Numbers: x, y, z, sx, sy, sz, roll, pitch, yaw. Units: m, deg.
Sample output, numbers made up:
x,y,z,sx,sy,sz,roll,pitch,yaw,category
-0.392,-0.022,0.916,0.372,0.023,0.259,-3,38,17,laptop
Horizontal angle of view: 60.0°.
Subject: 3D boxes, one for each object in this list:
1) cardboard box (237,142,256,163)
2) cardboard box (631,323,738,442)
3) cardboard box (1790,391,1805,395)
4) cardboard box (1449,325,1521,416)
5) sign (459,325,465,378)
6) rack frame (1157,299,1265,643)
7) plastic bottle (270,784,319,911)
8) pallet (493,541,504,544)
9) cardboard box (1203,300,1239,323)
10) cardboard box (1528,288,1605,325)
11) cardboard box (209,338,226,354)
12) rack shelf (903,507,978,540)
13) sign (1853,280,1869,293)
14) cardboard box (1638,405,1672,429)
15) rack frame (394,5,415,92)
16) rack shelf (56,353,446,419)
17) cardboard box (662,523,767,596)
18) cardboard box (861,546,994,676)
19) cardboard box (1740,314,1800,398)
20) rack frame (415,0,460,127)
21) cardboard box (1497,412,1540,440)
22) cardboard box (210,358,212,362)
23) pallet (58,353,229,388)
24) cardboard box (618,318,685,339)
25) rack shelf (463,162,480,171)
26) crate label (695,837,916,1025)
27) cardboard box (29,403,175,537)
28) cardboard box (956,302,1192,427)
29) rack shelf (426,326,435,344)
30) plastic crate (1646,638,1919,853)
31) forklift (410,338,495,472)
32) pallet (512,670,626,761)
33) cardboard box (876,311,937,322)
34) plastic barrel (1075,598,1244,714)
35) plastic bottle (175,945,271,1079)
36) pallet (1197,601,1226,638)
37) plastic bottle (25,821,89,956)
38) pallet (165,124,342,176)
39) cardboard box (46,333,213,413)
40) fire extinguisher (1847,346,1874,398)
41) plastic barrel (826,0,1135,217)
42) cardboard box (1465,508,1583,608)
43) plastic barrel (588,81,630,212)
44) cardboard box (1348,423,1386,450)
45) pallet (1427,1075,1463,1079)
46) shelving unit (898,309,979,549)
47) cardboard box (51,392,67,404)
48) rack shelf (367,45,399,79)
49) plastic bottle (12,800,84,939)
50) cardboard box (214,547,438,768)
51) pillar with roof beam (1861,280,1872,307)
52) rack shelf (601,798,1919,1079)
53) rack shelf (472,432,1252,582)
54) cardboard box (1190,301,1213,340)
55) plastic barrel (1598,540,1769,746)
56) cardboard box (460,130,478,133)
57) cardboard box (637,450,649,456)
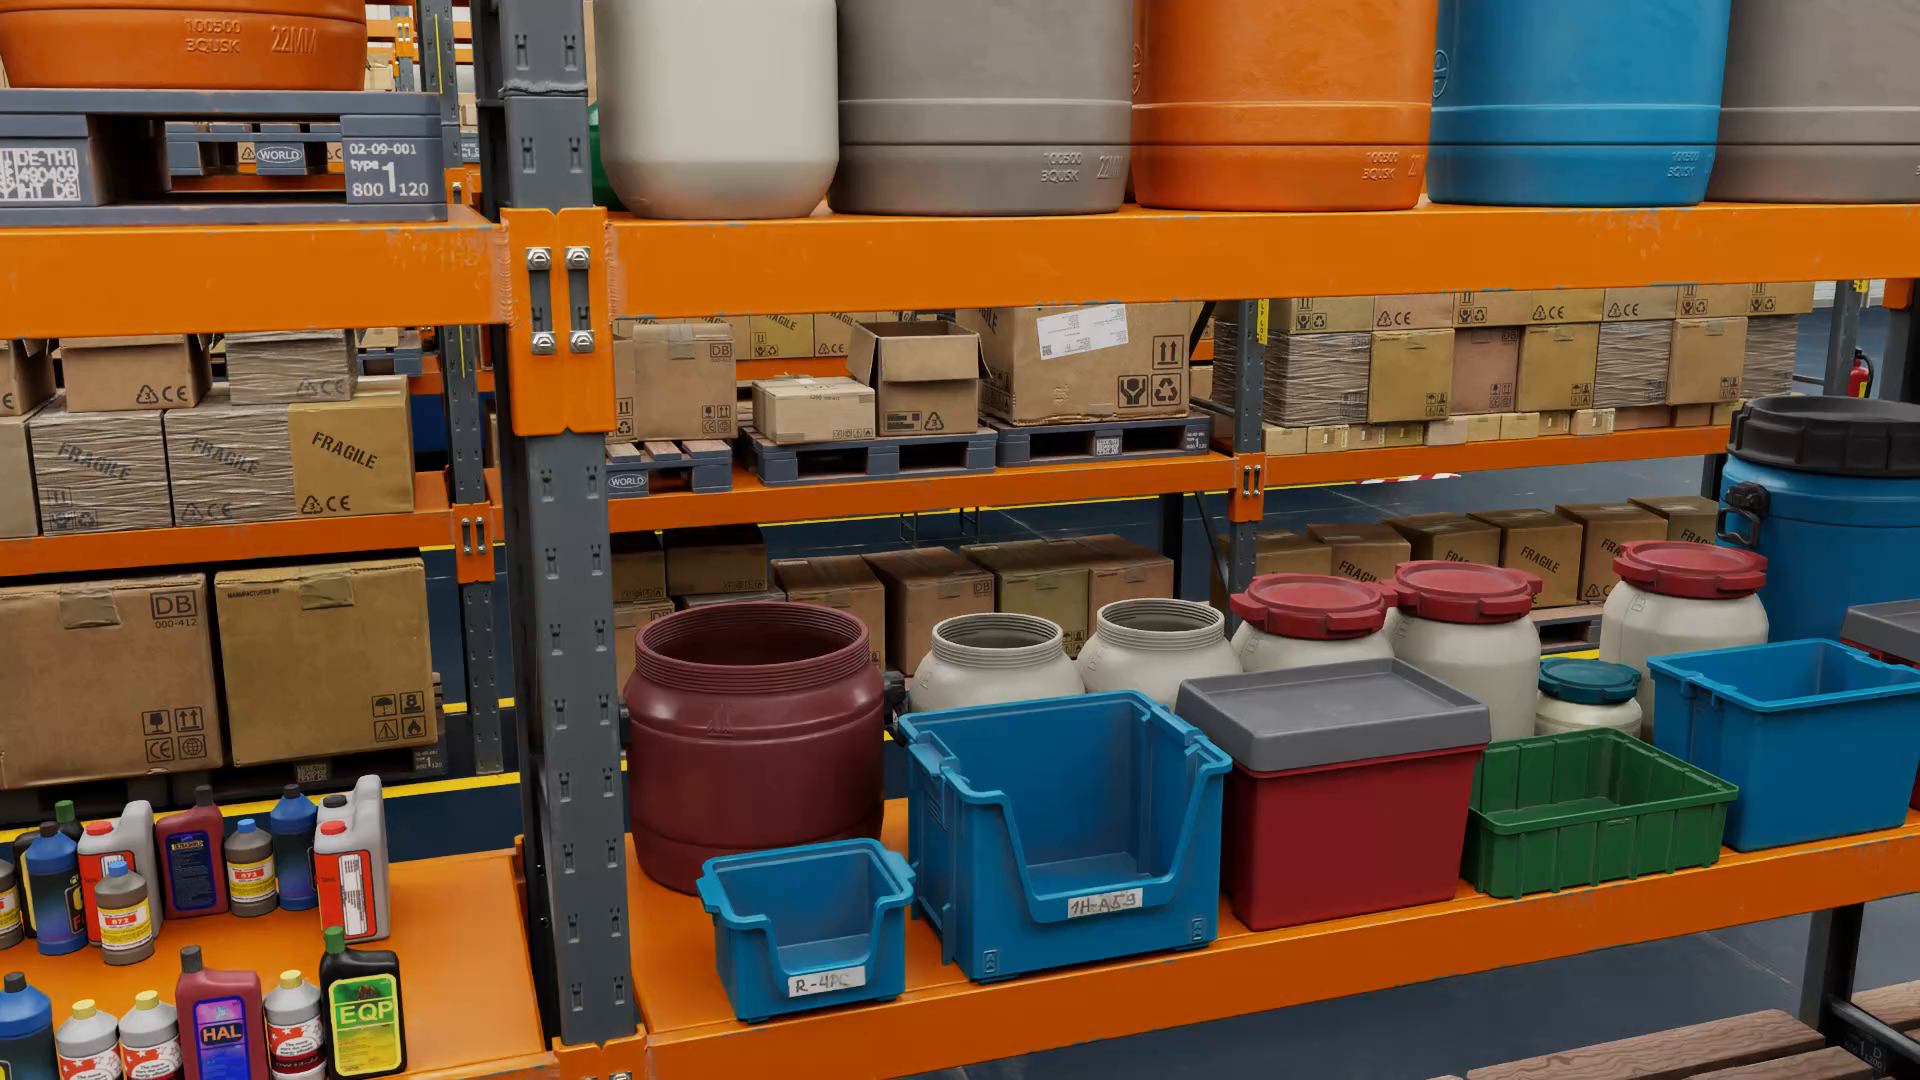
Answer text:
x,y,z,sx,sy,sz,roll,pitch,yaw,category
-4.814,-2.912,11.705,0.500,0.500,0.500,-4,14,-18,cardboard box
-1.402,-0.811,8.447,0.500,0.500,0.700,-2,14,-10,cardboard box
4.980,-0.848,10.270,0.250,0.149,0.380,-4,14,-18,cardboard box
2.766,-1.043,9.686,0.500,0.500,0.875,-4,14,-18,cardboard box
-2.218,-0.888,7.393,0.005,0.325,0.100,-4,14,-18,sign
1.393,-0.742,9.279,0.127,3.000,1.000,-4,14,-18,rack frame
-1.451,0.666,3.639,0.097,0.271,0.097,0,13,0,plastic bottle
-3.113,-0.227,13.140,1.213,0.211,1.003,-4,14,-18,pallet
1.731,-1.515,9.511,0.500,0.500,0.500,-4,14,-18,cardboard box
3.318,-1.512,9.499,0.500,0.500,0.500,-4,14,-18,cardboard box
-5.177,-1.412,11.732,0.250,0.149,0.380,-5,14,-21,cardboard box
-0.157,-0.315,12.514,0.480,0.518,0.431,-4,14,-18,rack shelf
5.342,-1.631,9.832,0.005,0.325,0.100,-4,14,-18,sign
4.030,-0.776,9.966,0.250,0.149,0.380,-4,14,-18,cardboard box
-5.559,-5.539,16.481,0.127,3.000,1.000,-4,14,-18,rack frame
-5.780,-1.044,12.105,4.000,0.370,1.077,-4,14,-18,rack shelf
-1.273,0.093,8.599,0.500,0.250,0.500,-3,14,-12,cardboard box
-0.184,0.373,9.042,0.500,0.500,0.700,-6,15,-23,cardboard box
4.654,-1.196,10.329,0.500,0.500,0.875,-4,14,-18,cardboard box
-2.398,-3.365,7.344,0.127,3.000,1.000,-4,14,-18,rack frame
3.110,-0.683,9.575,0.250,0.149,0.380,-4,14,-18,cardboard box
-7.934,-1.627,16.685,0.875,0.875,0.875,-4,14,-16,cardboard box
-5.748,-1.293,12.013,1.213,0.211,1.003,-4,14,-18,pallet
-2.414,-1.640,12.838,0.500,0.500,0.500,-4,14,-18,cardboard box
-1.989,-2.799,12.999,4.000,0.370,1.077,-4,14,-18,rack shelf
-0.300,0.772,3.275,0.416,0.233,0.303,-4,14,-18,crate label
-3.753,-0.330,7.331,0.500,0.500,0.500,-5,14,-20,cardboard box
0.595,-1.210,9.043,1.000,1.000,1.000,-4,14,-18,cardboard box
-3.663,-2.418,17.879,4.000,0.370,1.077,-4,14,-18,rack shelf
2.026,0.502,4.085,0.575,0.384,0.392,-4,14,-18,plastic crate
-3.742,-2.129,15.258,3.031,2.935,1.130,-6,15,-23,forklift
-1.657,0.853,8.602,1.213,0.211,1.003,-4,14,-18,pallet
-0.503,-1.788,13.464,0.500,0.500,0.500,-5,14,-18,cardboard box
0.487,0.432,4.105,0.421,0.512,0.421,0,13,0,plastic barrel
-1.285,0.837,2.894,0.133,0.283,0.061,-4,14,-18,plastic bottle
2.018,0.558,9.843,1.213,0.211,1.003,-4,14,-18,pallet
-1.870,0.713,3.439,0.097,0.271,0.097,0,13,0,plastic bottle
-2.992,-1.755,7.464,1.003,0.211,1.213,-4,14,-15,pallet
-3.715,-0.885,7.499,0.637,0.503,0.797,-4,14,-17,cardboard box
5.439,-0.907,10.140,0.183,0.674,0.296,-4,14,-18,fire extinguisher
0.029,-1.076,3.120,0.600,0.901,0.600,0,13,0,plastic barrel
3.432,0.111,10.189,0.500,0.500,0.500,-3,14,-13,cardboard box
-0.601,-0.773,3.266,0.294,0.245,0.294,0,13,0,plastic barrel
2.162,-0.610,9.266,0.250,0.149,0.380,-4,14,-18,cardboard box
1.082,1.859,4.373,1.213,0.211,1.003,-4,14,-18,pallet
-0.157,-1.009,12.348,0.503,2.100,0.431,-4,14,-18,shelving unit
-3.918,-0.442,7.802,0.500,0.500,0.500,-5,14,-19,cardboard box
-9.041,-5.935,20.566,4.000,0.370,1.077,-4,14,-18,rack shelf
-1.912,0.692,3.505,0.133,0.283,0.061,-4,14,-18,plastic bottle
-3.059,0.429,8.040,0.875,0.875,1.225,-5,14,-21,cardboard box
17.922,-7.748,25.770,0.400,9.000,9.100,-4,14,-18,pillar with roof beam
1.077,0.842,4.175,4.000,0.370,1.077,-4,14,-18,rack shelf
-0.503,-0.244,8.742,4.000,0.370,1.077,-4,14,-18,rack shelf
1.786,-2.061,14.499,0.500,0.550,0.875,-4,14,-18,cardboard box
1.996,0.301,4.602,0.433,0.535,0.433,0,13,0,plastic barrel
-4.964,-4.019,16.864,0.258,0.266,0.396,-4,14,-18,cardboard box
-2.451,-0.742,13.235,0.750,0.750,1.050,-4,14,-17,cardboard box
